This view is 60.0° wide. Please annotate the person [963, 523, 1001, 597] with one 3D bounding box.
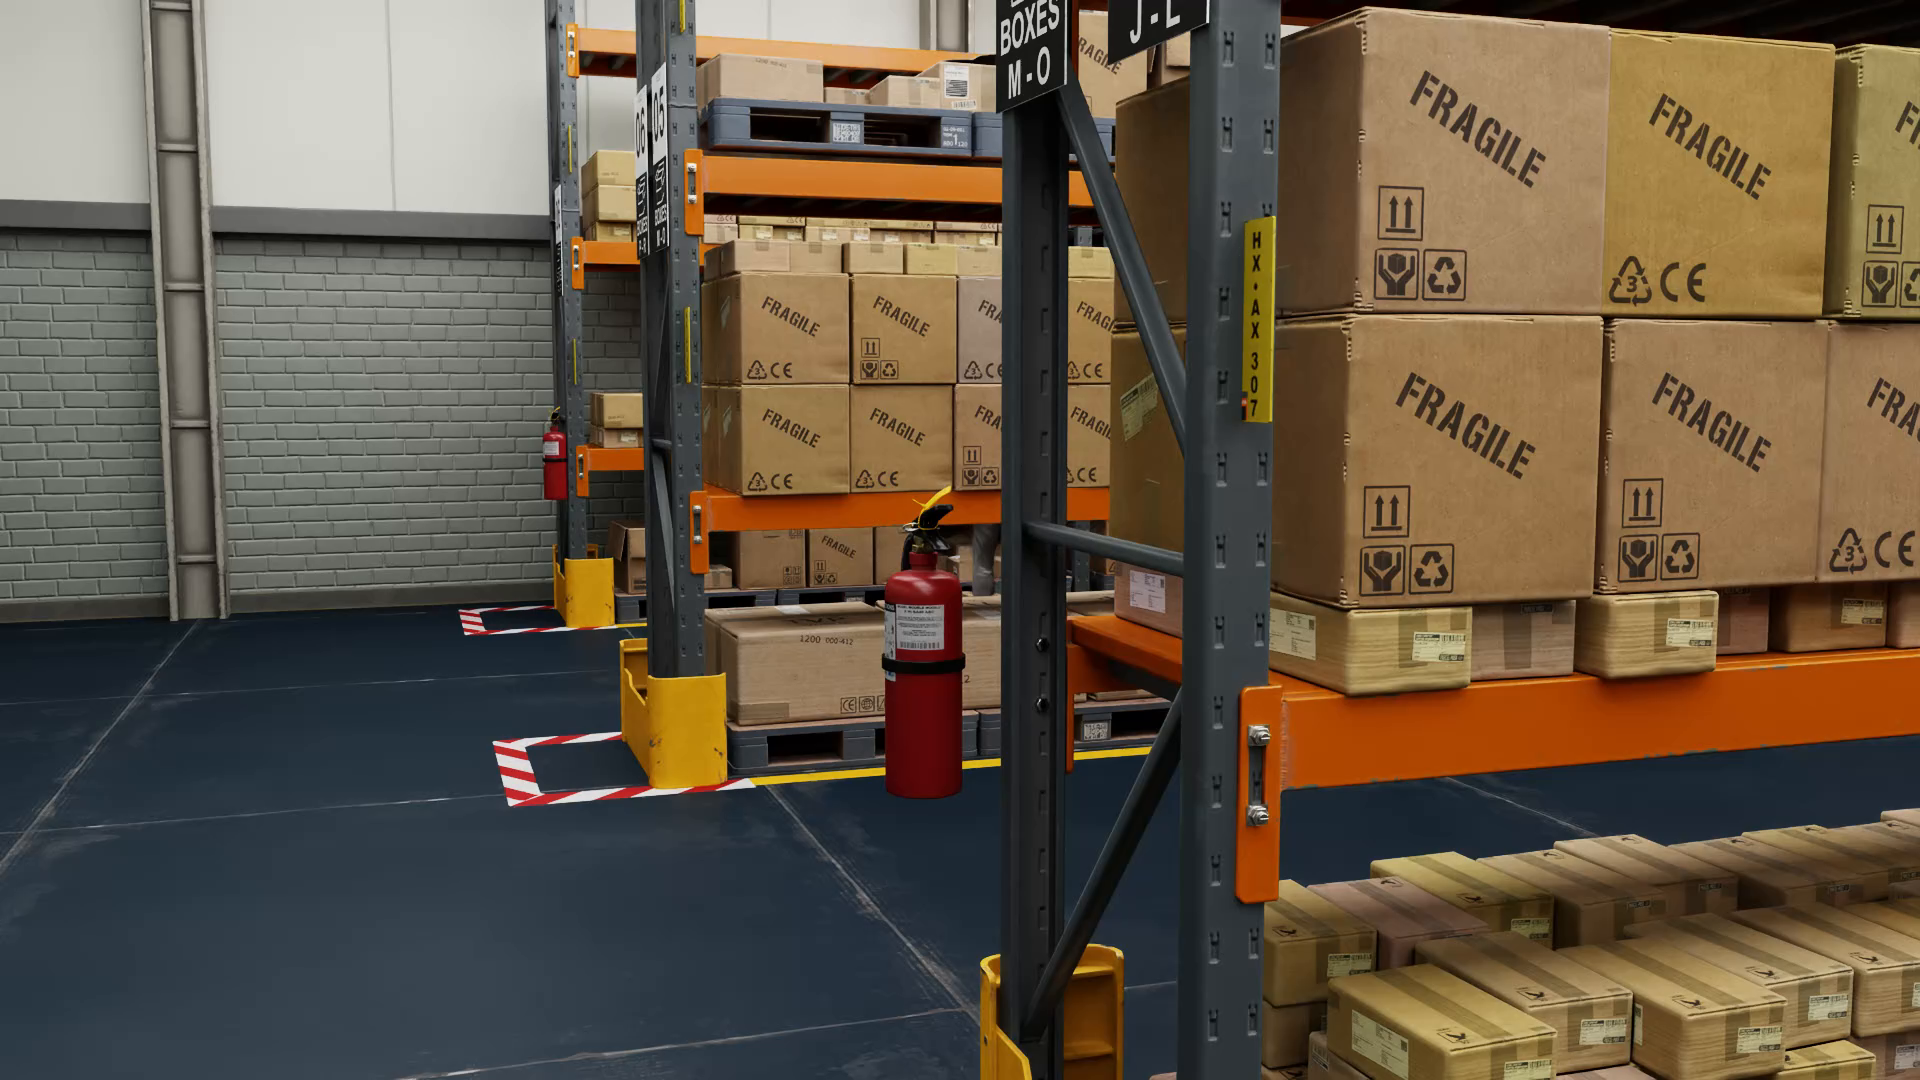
[{"bbox_3d":[0.310,-0.188,11.705,0.631,1.840,0.471,-1,6,-8],"label":"person"}]
